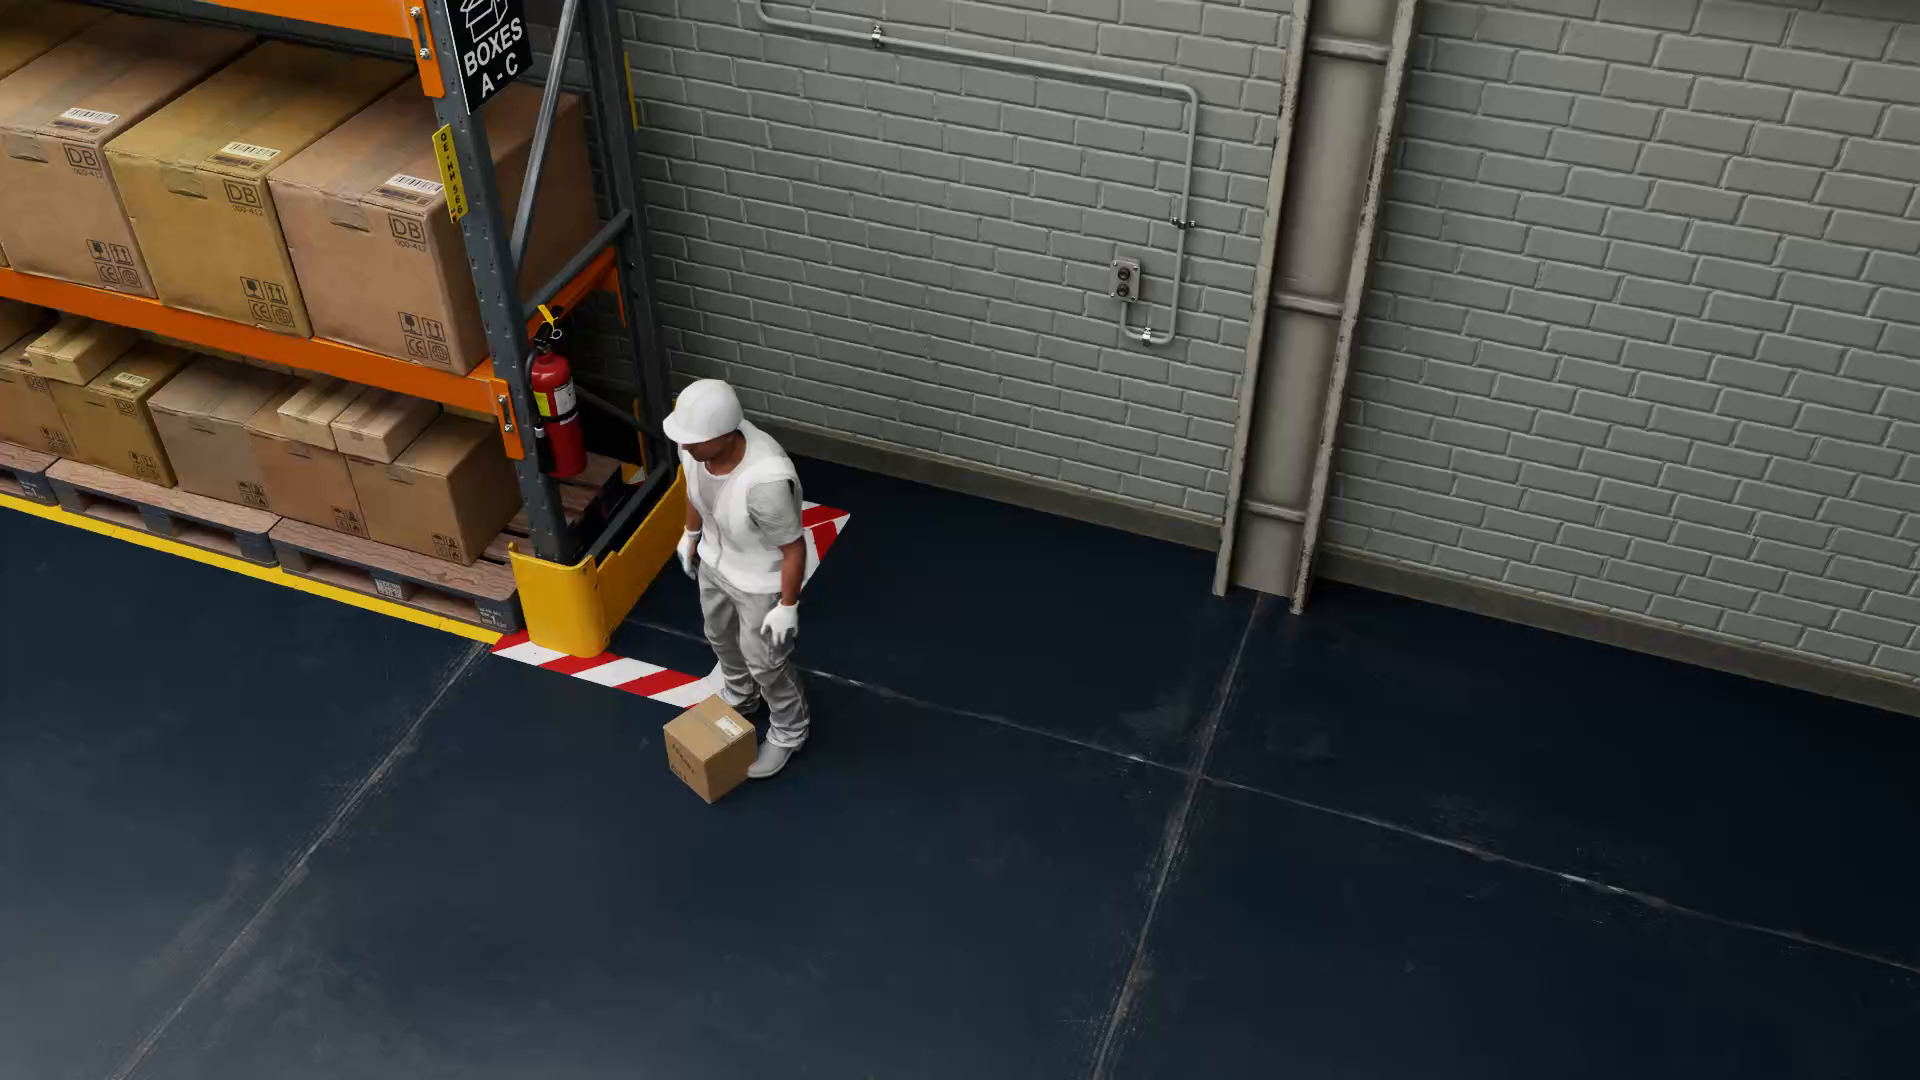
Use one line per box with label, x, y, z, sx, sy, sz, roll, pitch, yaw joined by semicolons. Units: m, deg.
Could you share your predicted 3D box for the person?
person;-0.794;0.121;6.011;0.454;1.774;0.622;-32;50;-31
